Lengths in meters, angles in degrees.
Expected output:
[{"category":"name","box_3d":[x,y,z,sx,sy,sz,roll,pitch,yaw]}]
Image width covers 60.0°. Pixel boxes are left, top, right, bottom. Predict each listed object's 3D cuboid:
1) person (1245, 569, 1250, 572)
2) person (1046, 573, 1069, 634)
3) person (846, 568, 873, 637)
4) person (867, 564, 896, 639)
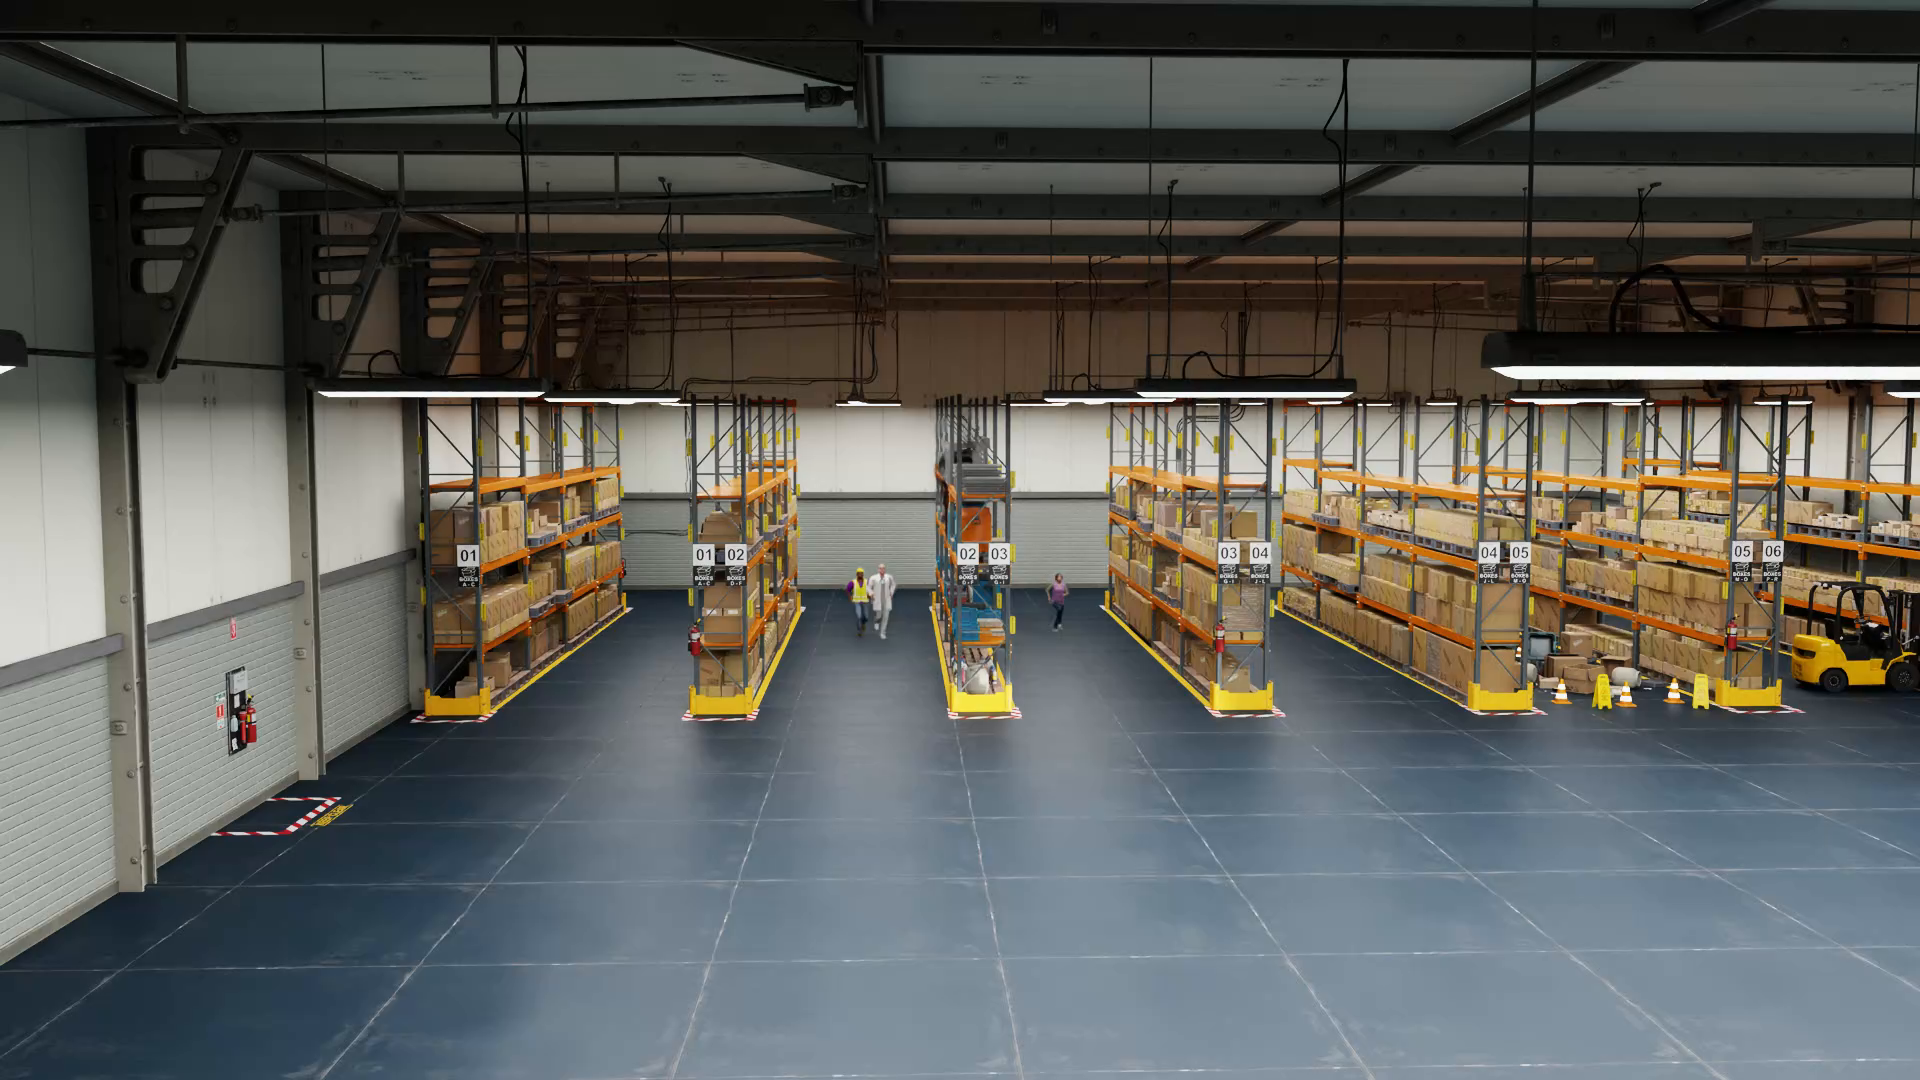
[{"category":"person","box_3d":[8.028,1.243,45.804,0.696,1.814,0.669,0,4,2]},{"category":"person","box_3d":[2.468,1.601,41.647,0.533,1.568,0.806,-1,5,-17]},{"category":"person","box_3d":[-2.523,1.565,41.931,0.703,1.721,0.675,-1,5,-13]},{"category":"person","box_3d":[-1.866,1.450,39.713,0.710,1.755,0.782,-1,5,-12]}]
